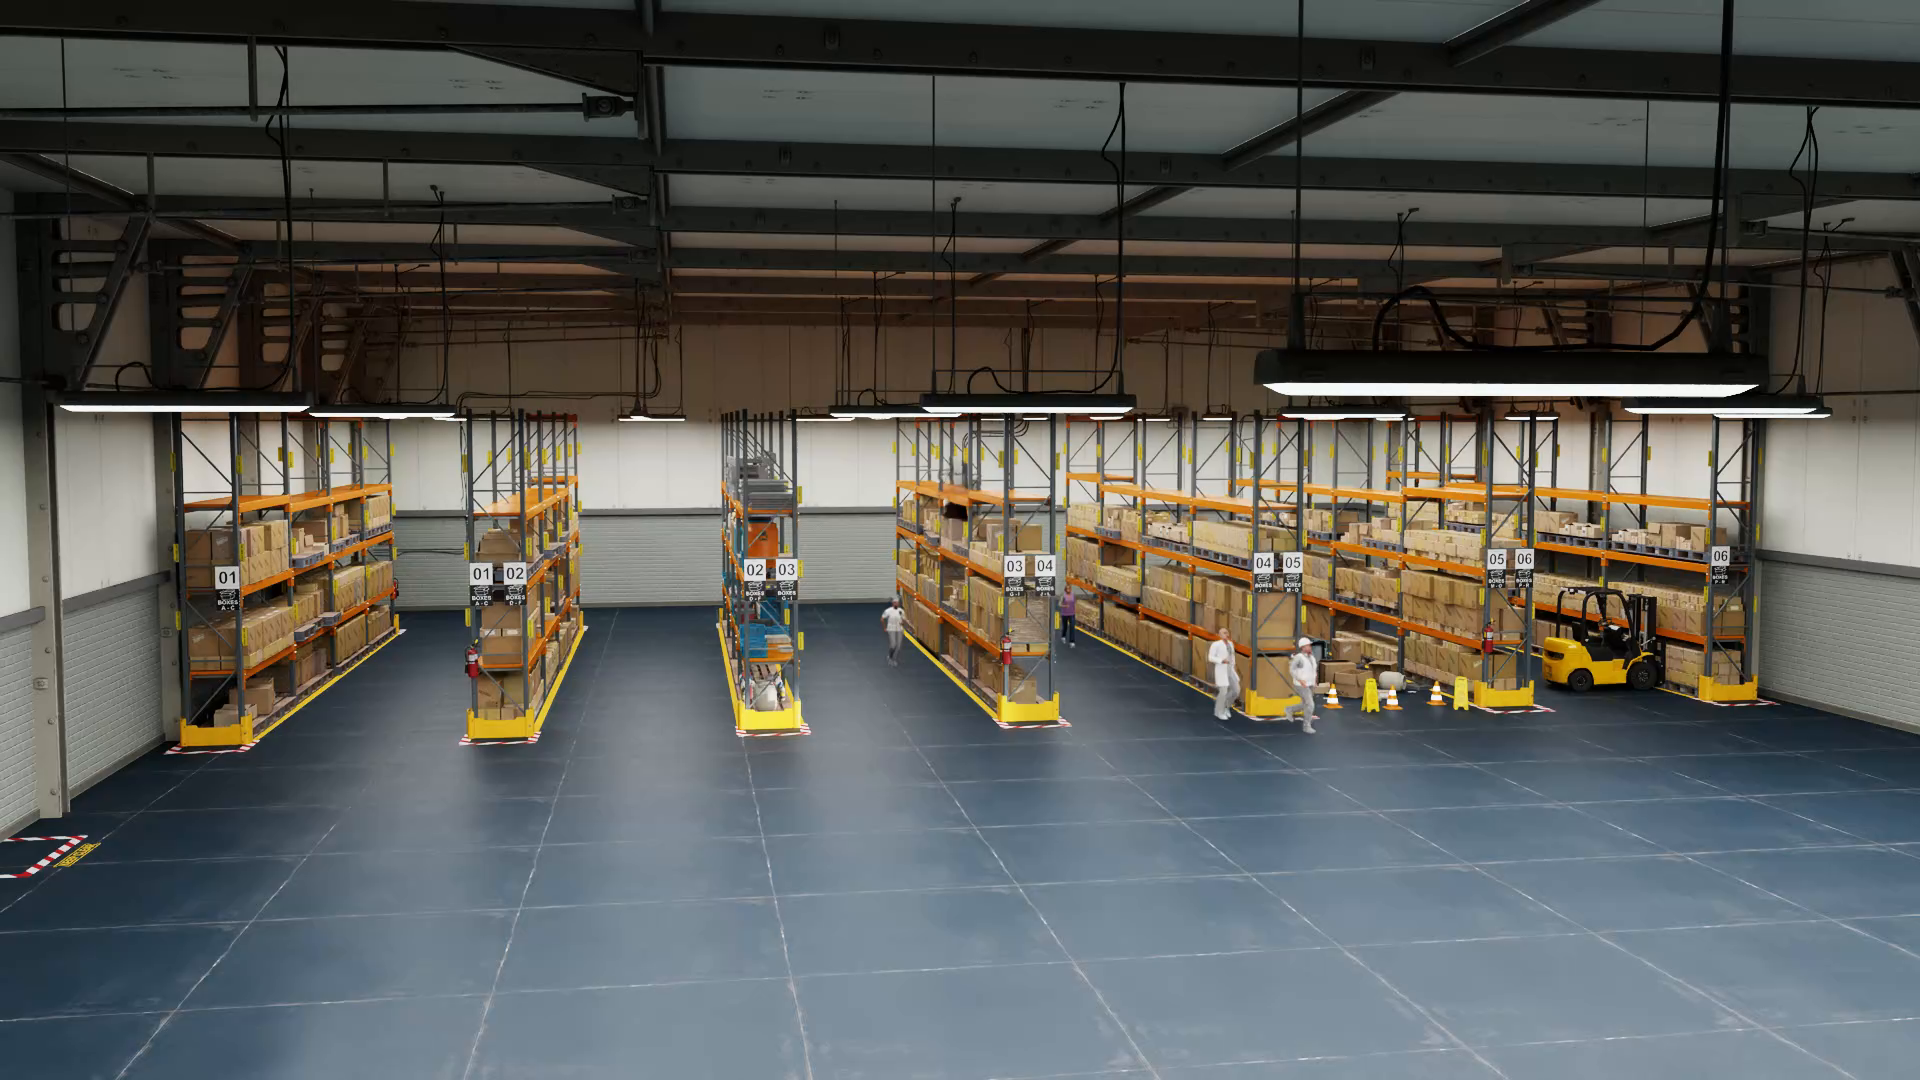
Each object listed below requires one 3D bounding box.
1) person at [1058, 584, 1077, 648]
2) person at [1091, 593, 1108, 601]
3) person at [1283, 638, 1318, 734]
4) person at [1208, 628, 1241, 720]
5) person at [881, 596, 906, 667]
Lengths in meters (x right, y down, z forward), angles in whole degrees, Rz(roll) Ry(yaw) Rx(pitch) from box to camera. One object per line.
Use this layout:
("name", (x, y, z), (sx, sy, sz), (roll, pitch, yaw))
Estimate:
("person", (2.767, 1.931, 42.523), (0.534, 1.592, 0.883), (-1, 4, -11))
("person", (4.193, 1.390, 49.911), (0.772, 1.699, 0.879), (2, 4, 22))
("person", (6.374, 2.689, 30.997), (0.712, 1.765, 0.678), (4, 6, 45))
("person", (5.183, 2.605, 32.276), (0.724, 1.781, 0.610), (-3, 5, -33))
("person", (-1.521, 2.153, 39.050), (0.550, 1.669, 0.638), (-1, 4, -19))
